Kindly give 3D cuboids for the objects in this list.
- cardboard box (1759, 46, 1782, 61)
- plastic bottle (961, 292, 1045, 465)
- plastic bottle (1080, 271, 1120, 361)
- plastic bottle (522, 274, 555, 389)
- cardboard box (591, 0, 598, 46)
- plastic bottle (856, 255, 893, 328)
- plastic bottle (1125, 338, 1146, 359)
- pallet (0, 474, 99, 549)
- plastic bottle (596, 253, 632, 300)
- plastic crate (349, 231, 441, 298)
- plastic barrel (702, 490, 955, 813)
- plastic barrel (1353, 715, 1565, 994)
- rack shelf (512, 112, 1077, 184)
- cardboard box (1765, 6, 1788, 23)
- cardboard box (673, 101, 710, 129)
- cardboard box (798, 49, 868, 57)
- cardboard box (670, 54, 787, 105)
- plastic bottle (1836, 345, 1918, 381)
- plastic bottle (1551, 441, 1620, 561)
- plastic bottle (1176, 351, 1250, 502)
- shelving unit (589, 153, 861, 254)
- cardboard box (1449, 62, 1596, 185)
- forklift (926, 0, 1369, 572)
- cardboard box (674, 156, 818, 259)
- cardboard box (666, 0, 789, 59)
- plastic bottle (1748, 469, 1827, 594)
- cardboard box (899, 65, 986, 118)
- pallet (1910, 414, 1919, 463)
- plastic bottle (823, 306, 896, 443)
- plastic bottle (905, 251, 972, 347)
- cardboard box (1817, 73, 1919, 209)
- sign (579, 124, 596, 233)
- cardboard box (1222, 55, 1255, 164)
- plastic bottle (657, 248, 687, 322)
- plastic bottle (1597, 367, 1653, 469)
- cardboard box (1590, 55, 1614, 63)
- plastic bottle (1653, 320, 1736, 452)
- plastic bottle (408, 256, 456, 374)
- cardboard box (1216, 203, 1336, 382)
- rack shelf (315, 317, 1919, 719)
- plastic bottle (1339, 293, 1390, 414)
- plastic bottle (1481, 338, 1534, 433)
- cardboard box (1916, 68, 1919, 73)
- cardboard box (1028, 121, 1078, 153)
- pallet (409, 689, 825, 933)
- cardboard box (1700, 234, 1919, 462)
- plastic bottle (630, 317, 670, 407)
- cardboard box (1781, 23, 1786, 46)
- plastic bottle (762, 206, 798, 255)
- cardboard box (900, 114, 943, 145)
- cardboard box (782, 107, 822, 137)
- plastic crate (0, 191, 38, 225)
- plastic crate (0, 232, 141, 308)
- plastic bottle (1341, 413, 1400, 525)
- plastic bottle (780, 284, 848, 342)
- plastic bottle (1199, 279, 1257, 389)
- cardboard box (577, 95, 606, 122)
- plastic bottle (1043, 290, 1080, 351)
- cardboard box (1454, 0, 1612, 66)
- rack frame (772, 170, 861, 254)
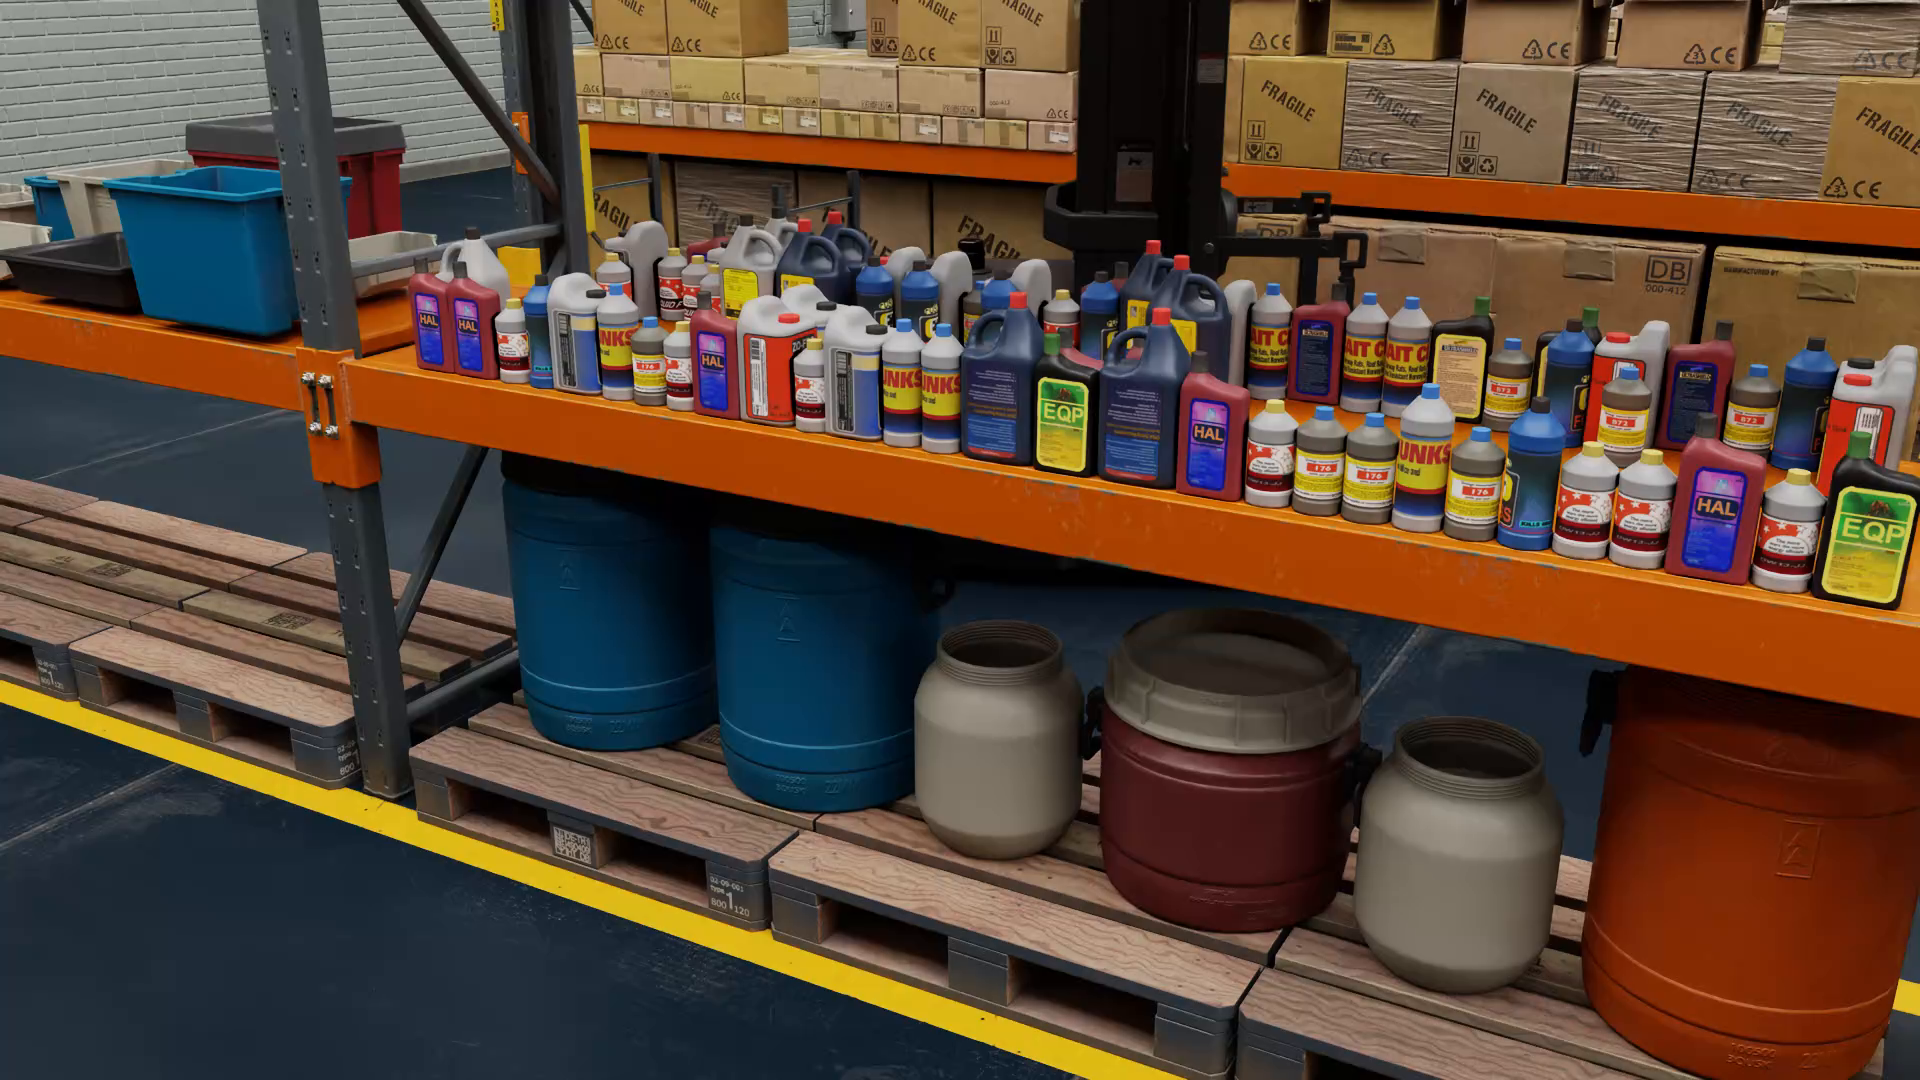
[{"bbox_3d":[5.431,-3.278,11.256,0.250,0.149,0.380,10,22,25],"label":"cardboard box"},{"bbox_3d":[0.100,-0.347,3.495,0.185,0.351,0.144,11,23,27],"label":"plastic bottle"},{"bbox_3d":[0.346,-0.526,4.106,0.097,0.271,0.097,0,20,0],"label":"plastic bottle"},{"bbox_3d":[-1.013,-0.513,4.068,0.097,0.271,0.097,0,20,0],"label":"plastic bottle"},{"bbox_3d":[-1.960,-3.372,10.446,0.500,0.500,0.500,11,23,28],"label":"cardboard box"},{"bbox_3d":[-0.220,-0.599,4.305,0.097,0.271,0.097,0,20,0],"label":"plastic bottle"},{"bbox_3d":[0.405,-0.297,3.457,0.133,0.283,0.061,11,23,27],"label":"plastic bottle"},{"bbox_3d":[-4.228,-0.019,6.608,1.213,0.211,1.003,11,23,27],"label":"pallet"},{"bbox_3d":[-0.979,-0.710,4.716,0.097,0.201,0.097,0,20,0],"label":"plastic bottle"},{"bbox_3d":[-1.773,-0.837,5.074,0.243,0.136,0.396,11,23,27],"label":"plastic crate"},{"bbox_3d":[-0.352,0.189,4.406,0.708,0.901,0.600,11,23,27],"label":"plastic barrel"},{"bbox_3d":[1.084,0.680,3.623,0.421,0.512,0.421,0,20,0],"label":"plastic barrel"},{"bbox_3d":[-0.767,-2.282,9.813,4.000,0.370,1.077,11,23,27],"label":"rack shelf"},{"bbox_3d":[5.437,-3.557,11.154,0.250,0.149,0.380,11,23,27],"label":"cardboard box"},{"bbox_3d":[-1.466,-2.507,9.747,0.250,0.149,0.380,10,22,26],"label":"cardboard box"},{"bbox_3d":[-0.617,-2.766,9.876,0.500,0.250,0.500,11,23,27],"label":"cardboard box"},{"bbox_3d":[-1.332,-2.693,9.674,0.500,0.250,0.500,10,22,26],"label":"cardboard box"},{"bbox_3d":[1.835,-0.258,3.359,0.135,0.276,0.152,11,23,27],"label":"plastic bottle"},{"bbox_3d":[1.116,-0.074,2.962,0.097,0.201,0.097,0,20,0],"label":"plastic bottle"},{"bbox_3d":[0.496,-0.224,3.254,0.133,0.283,0.061,11,23,27],"label":"plastic bottle"},{"bbox_3d":[-0.968,-0.731,6.682,1.083,1.500,0.587,12,23,30],"label":"shelving unit"},{"bbox_3d":[2.588,-1.933,7.648,0.500,0.500,0.500,11,23,28],"label":"cardboard box"},{"bbox_3d":[1.156,-1.364,6.328,3.031,2.935,1.130,2,20,4],"label":"forklift"},{"bbox_3d":[-1.121,-1.918,10.253,0.875,0.875,0.875,11,23,27],"label":"cardboard box"},{"bbox_3d":[-1.334,-3.047,9.550,0.500,0.500,0.500,10,22,26],"label":"cardboard box"},{"bbox_3d":[1.402,-0.020,2.811,0.097,0.201,0.097,0,20,0],"label":"plastic bottle"},{"bbox_3d":[0.012,-2.438,8.970,0.500,0.250,0.500,12,23,29],"label":"cardboard box"},{"bbox_3d":[3.819,-0.465,7.838,1.213,0.211,1.003,11,23,27],"label":"pallet"},{"bbox_3d":[-0.207,-0.372,3.674,0.135,0.276,0.152,11,23,27],"label":"plastic bottle"},{"bbox_3d":[-0.058,-0.619,4.354,0.135,0.276,0.152,11,23,27],"label":"plastic bottle"},{"bbox_3d":[3.919,-1.678,6.945,0.500,0.500,0.500,12,23,29],"label":"cardboard box"},{"bbox_3d":[-1.167,-1.107,5.112,0.005,0.325,0.100,11,23,27],"label":"sign"},{"bbox_3d":[1.259,-2.184,8.340,0.500,0.500,0.500,11,23,27],"label":"cardboard box"},{"bbox_3d":[-0.820,-0.739,4.796,0.097,0.201,0.097,0,20,0],"label":"plastic bottle"},{"bbox_3d":[1.387,-0.260,3.473,0.097,0.201,0.097,0,20,0],"label":"plastic bottle"},{"bbox_3d":[2.844,-2.084,8.066,0.500,0.500,0.500,11,23,27],"label":"cardboard box"},{"bbox_3d":[1.571,-0.330,3.546,0.133,0.283,0.061,11,23,27],"label":"plastic bottle"},{"bbox_3d":[-1.325,-0.570,4.210,0.133,0.283,0.061,11,23,27],"label":"plastic bottle"},{"bbox_3d":[1.547,-1.386,8.787,0.875,0.875,1.225,11,23,27],"label":"cardboard box"},{"bbox_3d":[0.309,-0.142,3.914,4.000,0.370,1.077,11,23,27],"label":"rack shelf"},{"bbox_3d":[0.941,-0.437,3.859,0.097,0.271,0.097,0,20,0],"label":"plastic bottle"},{"bbox_3d":[1.227,-0.349,3.721,0.097,0.201,0.097,0,20,0],"label":"plastic bottle"},{"bbox_3d":[4.179,-1.831,7.368,0.500,0.500,0.500,12,23,29],"label":"cardboard box"},{"bbox_3d":[0.553,-2.123,8.687,0.250,0.149,0.380,11,23,28],"label":"cardboard box"},{"bbox_3d":[-0.783,0.638,4.796,1.213,0.211,1.003,11,23,27],"label":"pallet"},{"bbox_3d":[3.879,-0.942,7.563,0.875,0.875,1.225,10,22,25],"label":"cardboard box"},{"bbox_3d":[-0.726,-0.425,3.929,0.097,0.201,0.097,0,20,0],"label":"plastic bottle"},{"bbox_3d":[5.642,-3.377,11.091,0.250,0.149,0.380,11,23,27],"label":"cardboard box"},{"bbox_3d":[-0.475,-0.735,4.564,0.185,0.351,0.144,11,23,27],"label":"plastic bottle"},{"bbox_3d":[-0.120,-2.251,9.040,0.250,0.149,0.380,11,23,28],"label":"cardboard box"},{"bbox_3d":[-0.791,-2.379,9.393,0.250,0.149,0.380,11,23,28],"label":"cardboard box"},{"bbox_3d":[-3.360,-1.166,5.979,0.250,0.136,0.298,11,23,27],"label":"plastic crate"},{"bbox_3d":[-2.545,-0.818,5.038,0.590,0.125,0.437,11,23,27],"label":"plastic crate"},{"bbox_3d":[0.776,-0.139,3.140,0.097,0.201,0.097,0,20,0],"label":"plastic bottle"},{"bbox_3d":[-0.336,-0.456,3.905,0.135,0.276,0.152,11,23,27],"label":"plastic bottle"},{"bbox_3d":[0.625,-0.489,3.995,0.135,0.276,0.152,11,23,27],"label":"plastic bottle"},{"bbox_3d":[-2.140,-2.635,10.100,0.250,0.149,0.380,10,22,27],"label":"cardboard box"},{"bbox_3d":[0.259,-0.534,4.229,0.097,0.201,0.097,0,20,0],"label":"plastic bottle"},{"bbox_3d":[2.684,-2.486,7.703,0.637,0.503,0.797,12,23,29],"label":"cardboard box"},{"bbox_3d":[-0.532,-0.637,6.422,0.032,1.500,0.500,12,23,30],"label":"rack frame"}]
